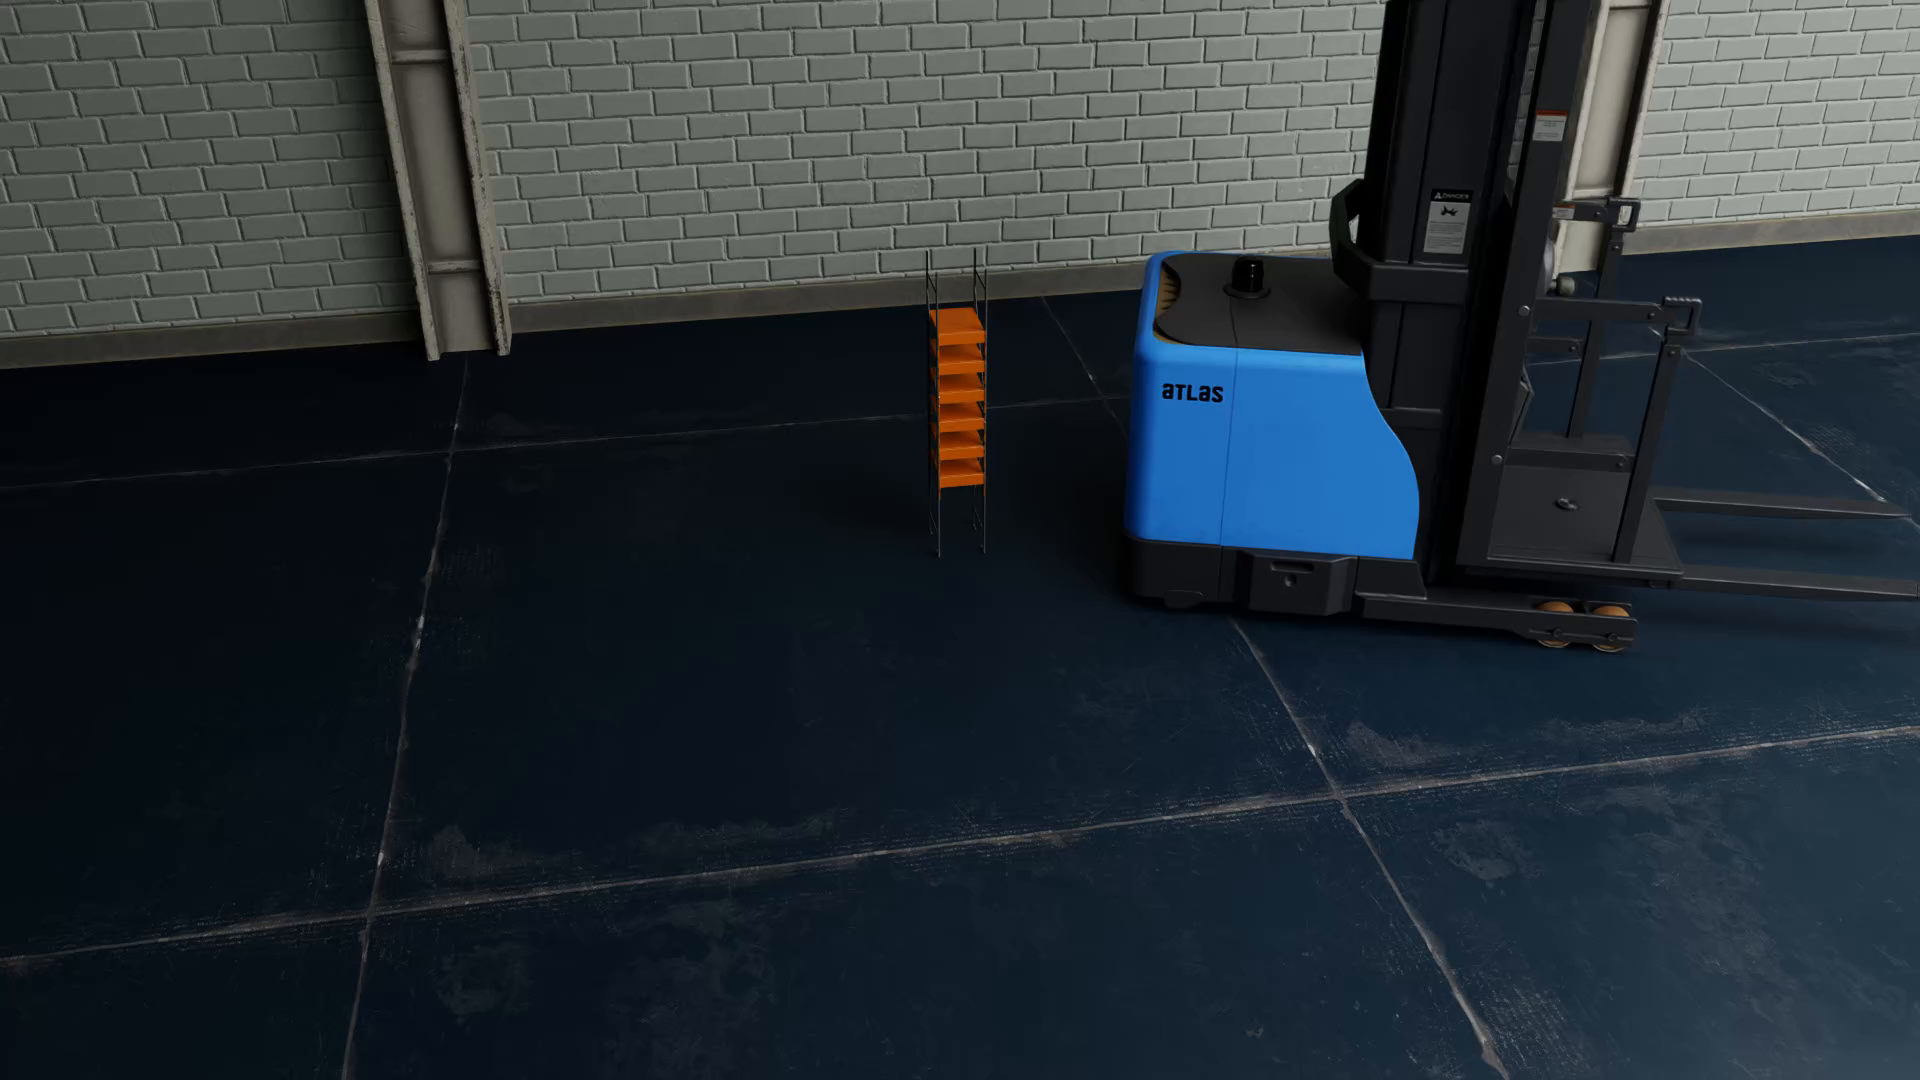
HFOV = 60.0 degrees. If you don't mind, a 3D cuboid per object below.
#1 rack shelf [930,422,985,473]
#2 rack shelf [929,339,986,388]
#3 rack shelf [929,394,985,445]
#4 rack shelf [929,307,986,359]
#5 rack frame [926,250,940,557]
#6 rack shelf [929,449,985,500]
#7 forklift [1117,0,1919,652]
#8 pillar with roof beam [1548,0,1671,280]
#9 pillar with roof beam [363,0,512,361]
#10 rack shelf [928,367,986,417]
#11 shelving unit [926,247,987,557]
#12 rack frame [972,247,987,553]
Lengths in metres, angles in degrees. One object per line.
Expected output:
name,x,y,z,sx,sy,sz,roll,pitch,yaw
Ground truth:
rack shelf,-0.014,-0.374,6.527,0.180,0.103,0.258,-5,31,-9
rack shelf,-0.014,-0.684,6.344,0.180,0.103,0.258,-5,31,-9
rack shelf,-0.014,-0.478,6.466,0.180,0.103,0.258,-5,31,-9
rack shelf,-0.014,-0.788,6.284,0.180,0.103,0.258,-5,31,-9
rack frame,-0.104,-0.508,6.429,0.006,1.200,0.240,-5,31,-9
rack shelf,-0.014,-0.271,6.588,0.180,0.103,0.258,-5,31,-9
forklift,2.160,-1.145,5.806,3.031,2.935,1.130,4,31,7
pillar with roof beam,4.195,-3.267,3.428,0.400,9.000,9.100,-5,31,-9
pillar with roof beam,-1.706,-2.719,2.497,0.400,9.000,9.100,-5,31,-9
rack shelf,-0.014,-0.581,6.405,0.180,0.103,0.258,-5,31,-9
shelving unit,-0.014,-0.516,6.444,0.189,1.200,0.258,-5,31,-9
rack frame,0.076,-0.524,6.458,0.006,1.200,0.240,-5,31,-9
